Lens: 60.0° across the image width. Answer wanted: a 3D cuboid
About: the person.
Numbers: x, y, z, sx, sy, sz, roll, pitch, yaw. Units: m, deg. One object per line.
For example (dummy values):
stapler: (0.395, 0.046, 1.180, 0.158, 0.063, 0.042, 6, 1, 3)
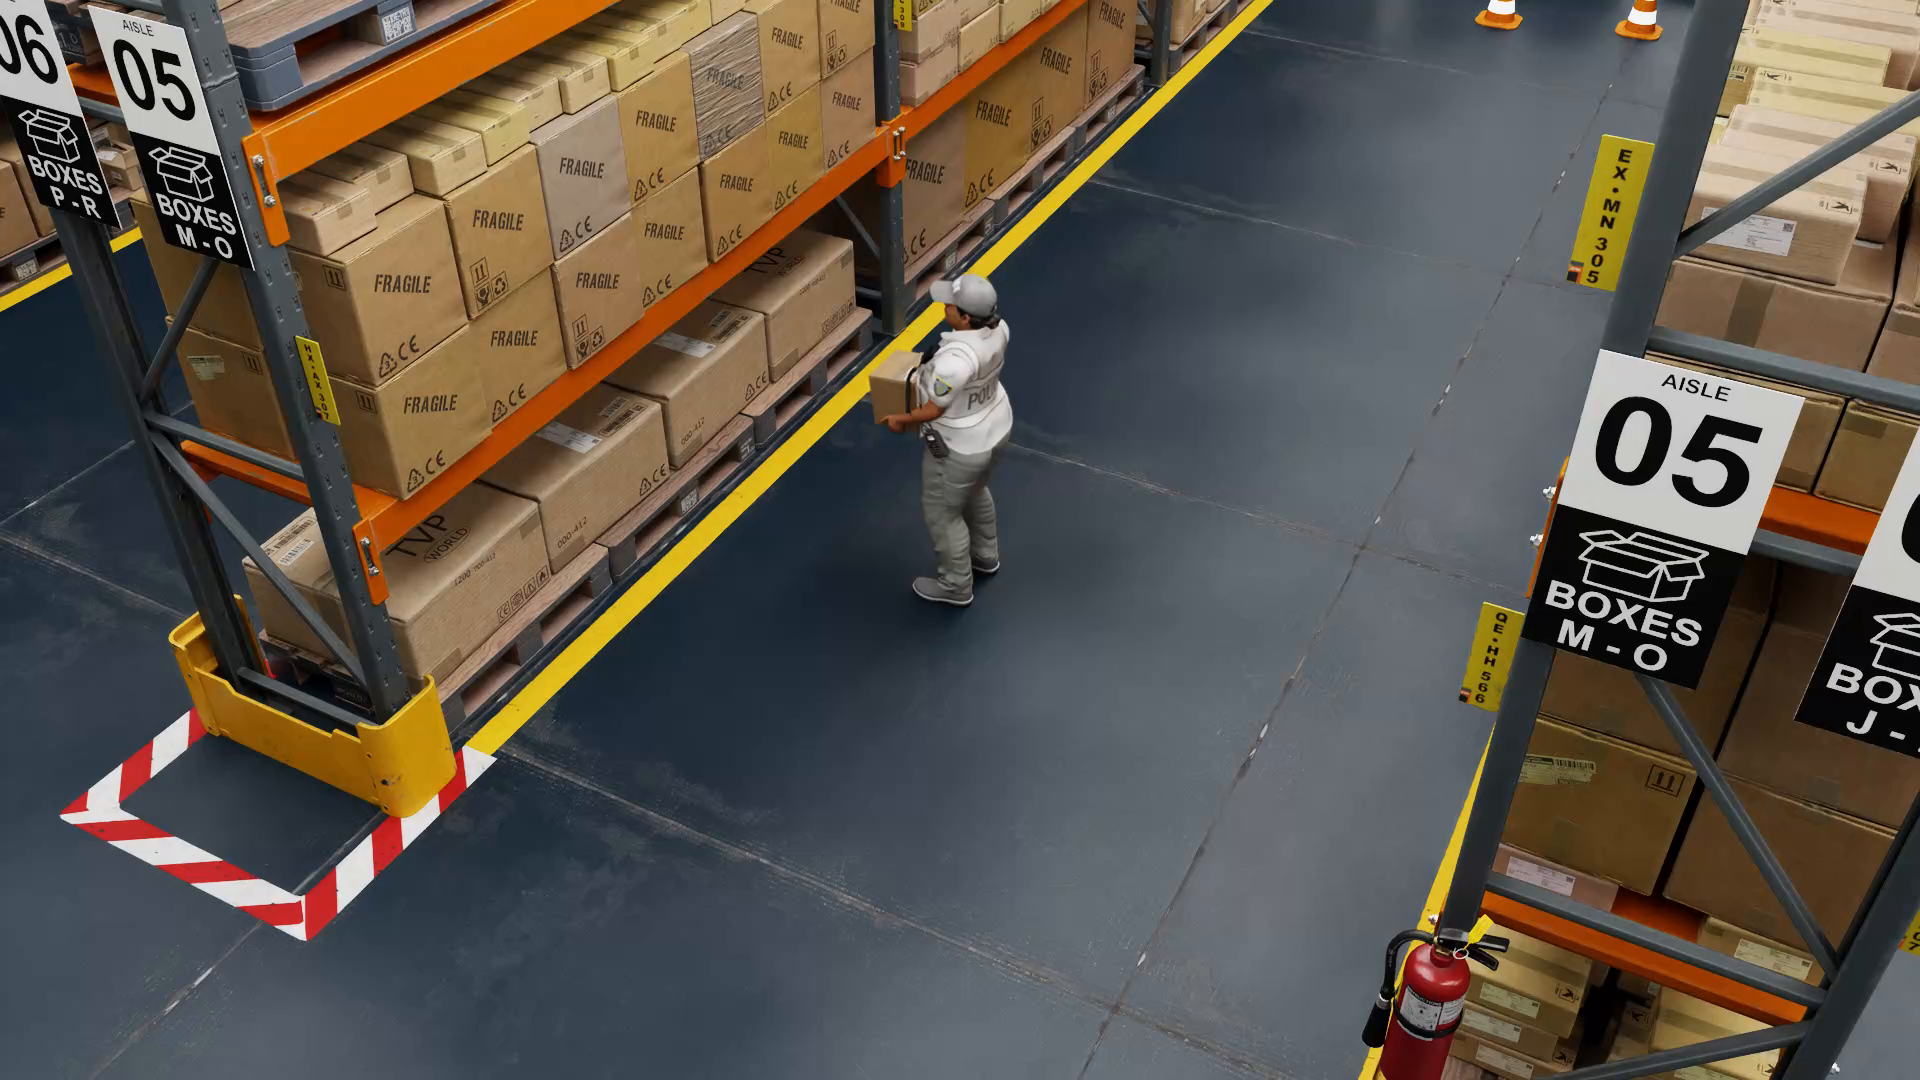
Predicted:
person: (-0.054, -0.466, 7.344, 0.536, 1.655, 0.454, 18, 42, 21)
